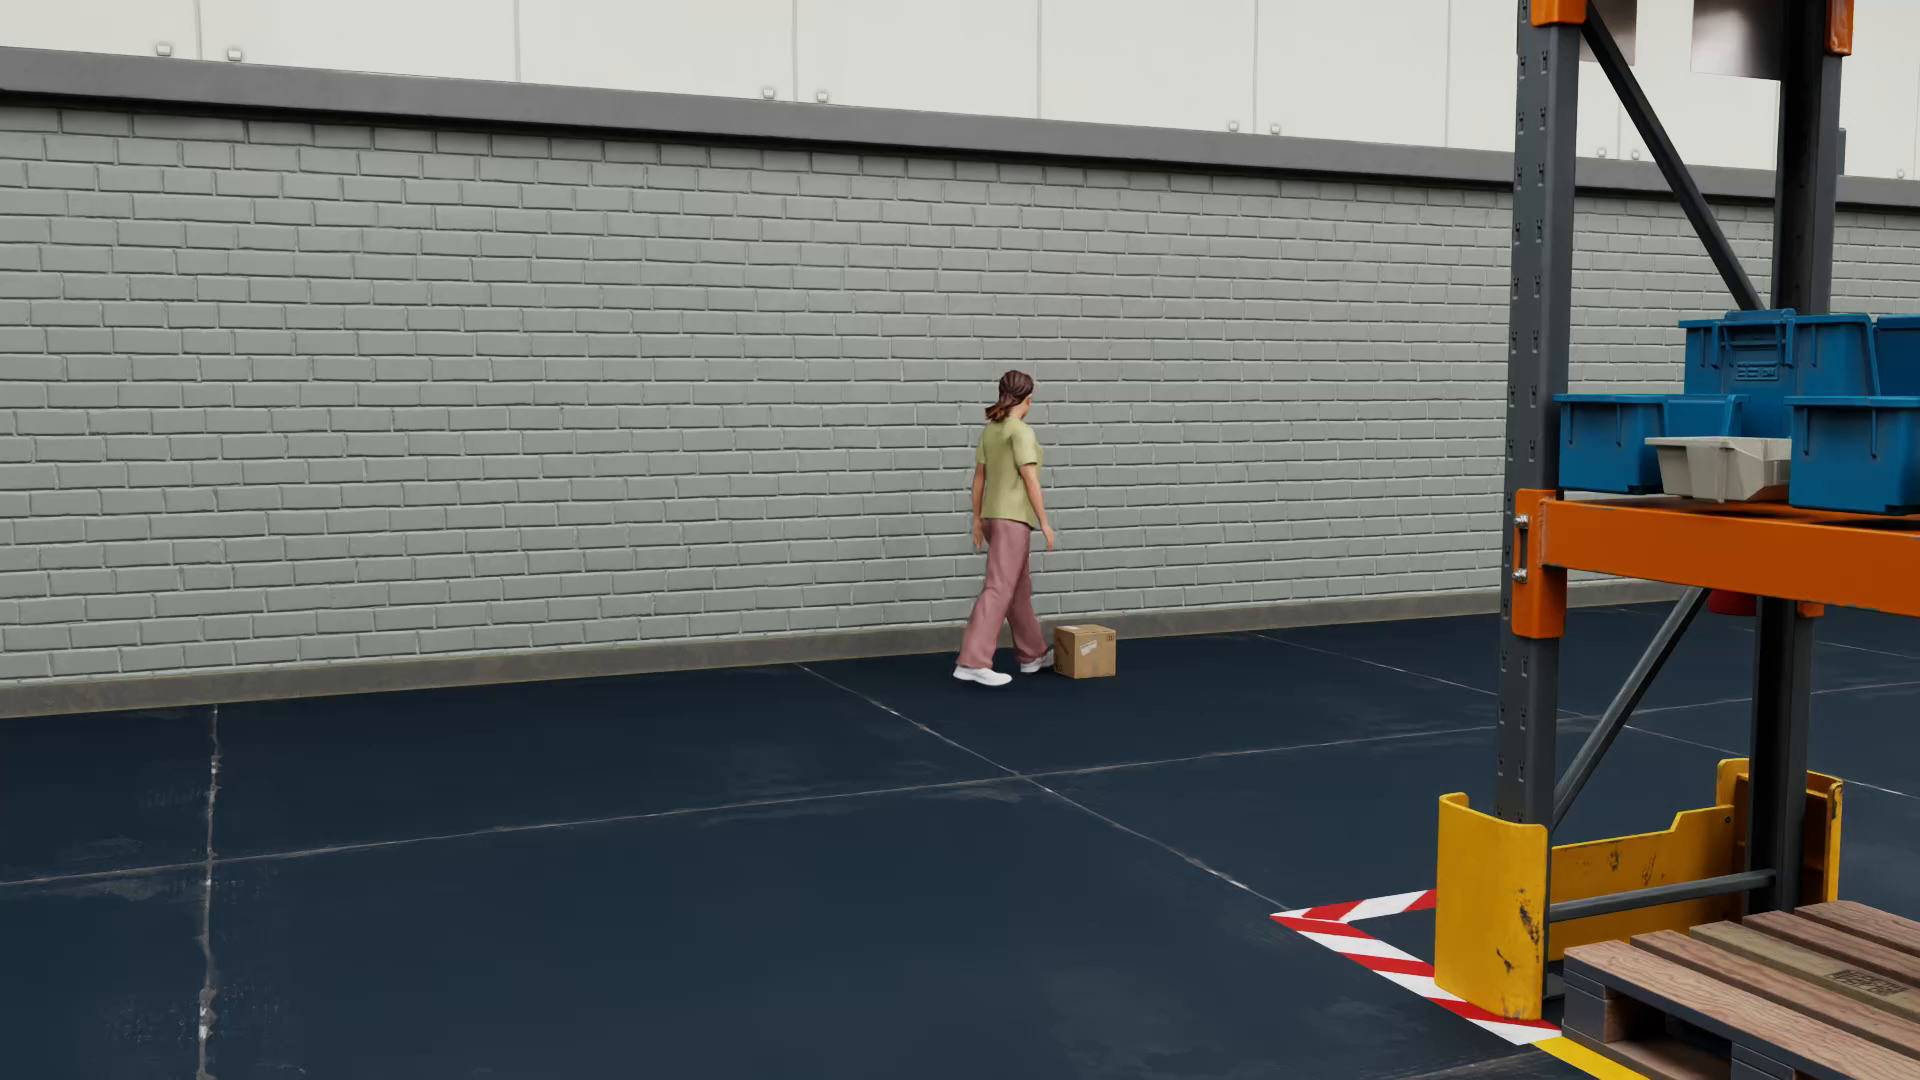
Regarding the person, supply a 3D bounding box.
[{"bbox_3d":[0.297,-0.073,8.815,0.831,1.655,0.583,-3,6,-25],"label":"person"}]
